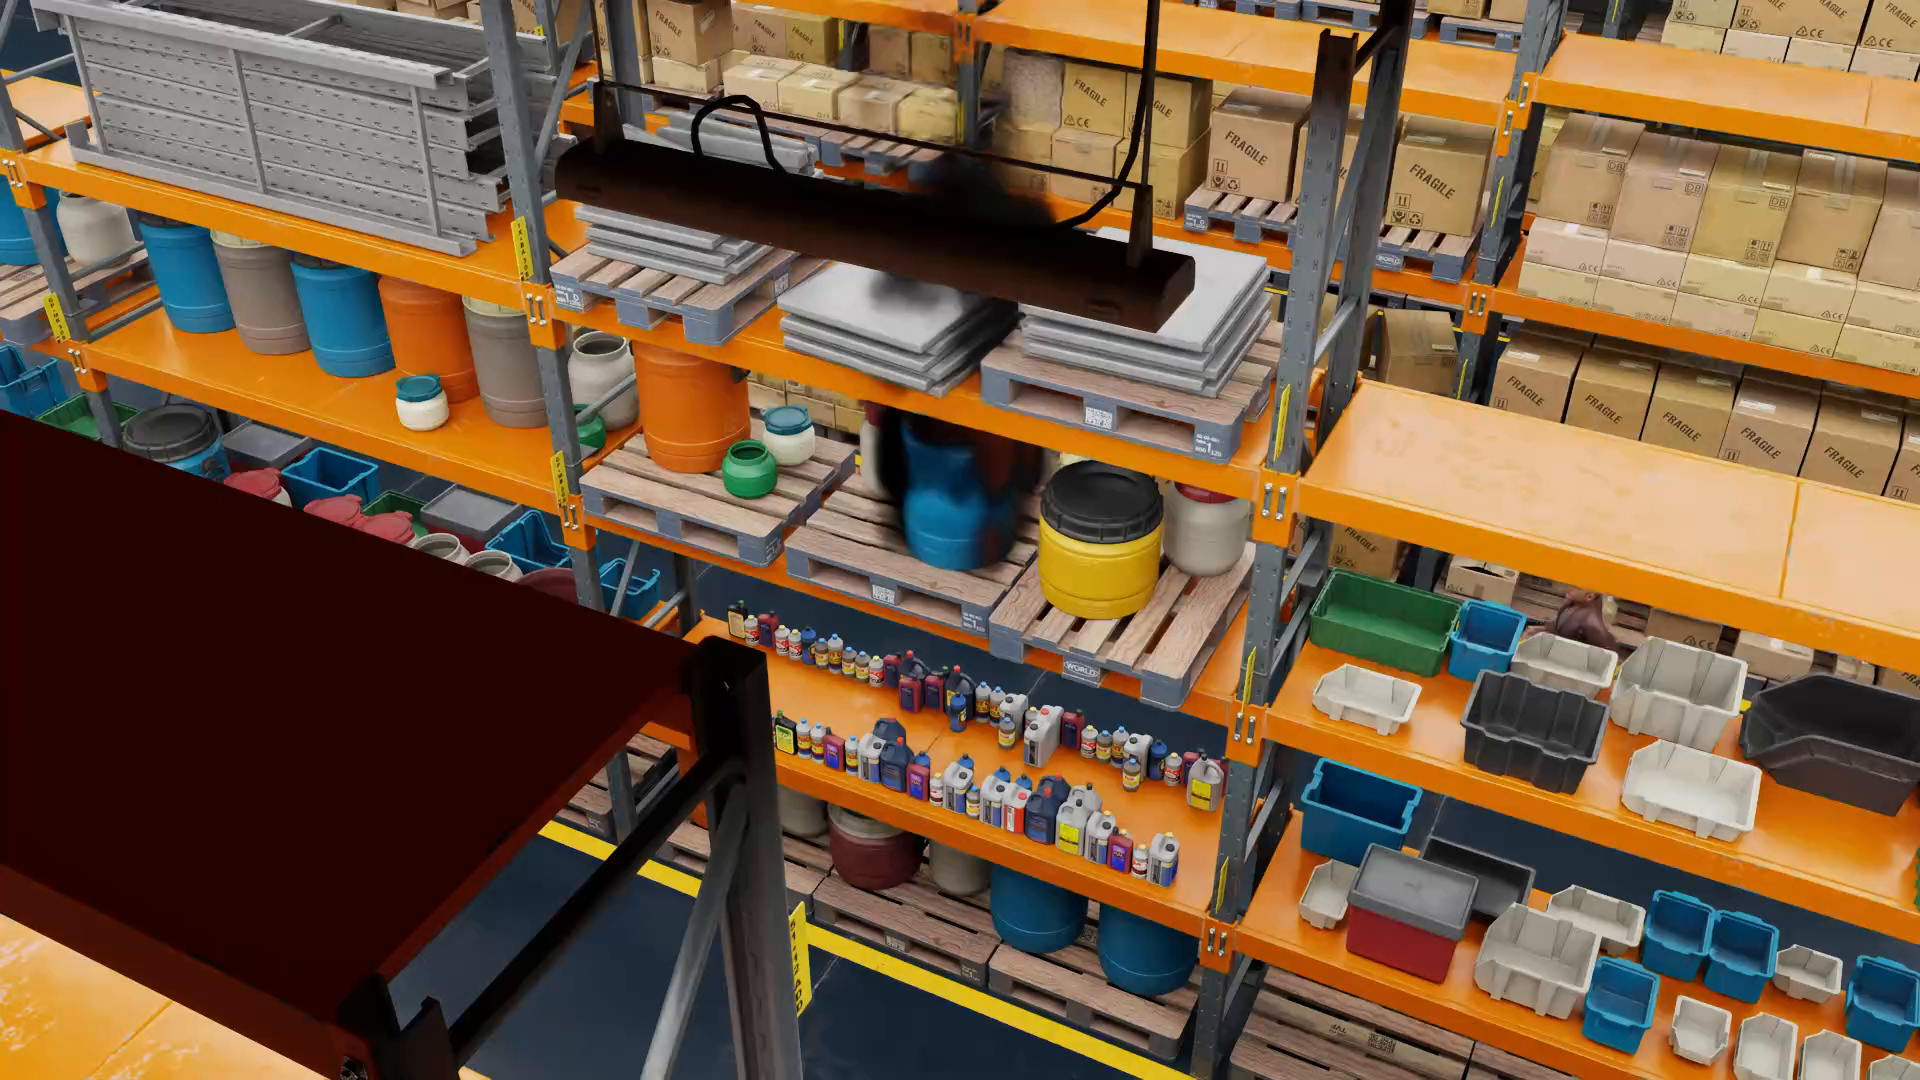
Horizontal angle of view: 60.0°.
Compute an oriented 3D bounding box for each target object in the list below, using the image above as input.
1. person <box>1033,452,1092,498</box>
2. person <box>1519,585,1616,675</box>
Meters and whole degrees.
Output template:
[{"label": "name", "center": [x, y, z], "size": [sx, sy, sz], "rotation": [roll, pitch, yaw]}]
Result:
[{"label": "person", "center": [0.840, -0.234, 12.409], "size": [0.564, 1.636, 0.570], "rotation": [13, 37, 17]}, {"label": "person", "center": [4.019, 0.912, 11.061], "size": [0.657, 1.746, 0.691], "rotation": [11, 37, 15]}]
